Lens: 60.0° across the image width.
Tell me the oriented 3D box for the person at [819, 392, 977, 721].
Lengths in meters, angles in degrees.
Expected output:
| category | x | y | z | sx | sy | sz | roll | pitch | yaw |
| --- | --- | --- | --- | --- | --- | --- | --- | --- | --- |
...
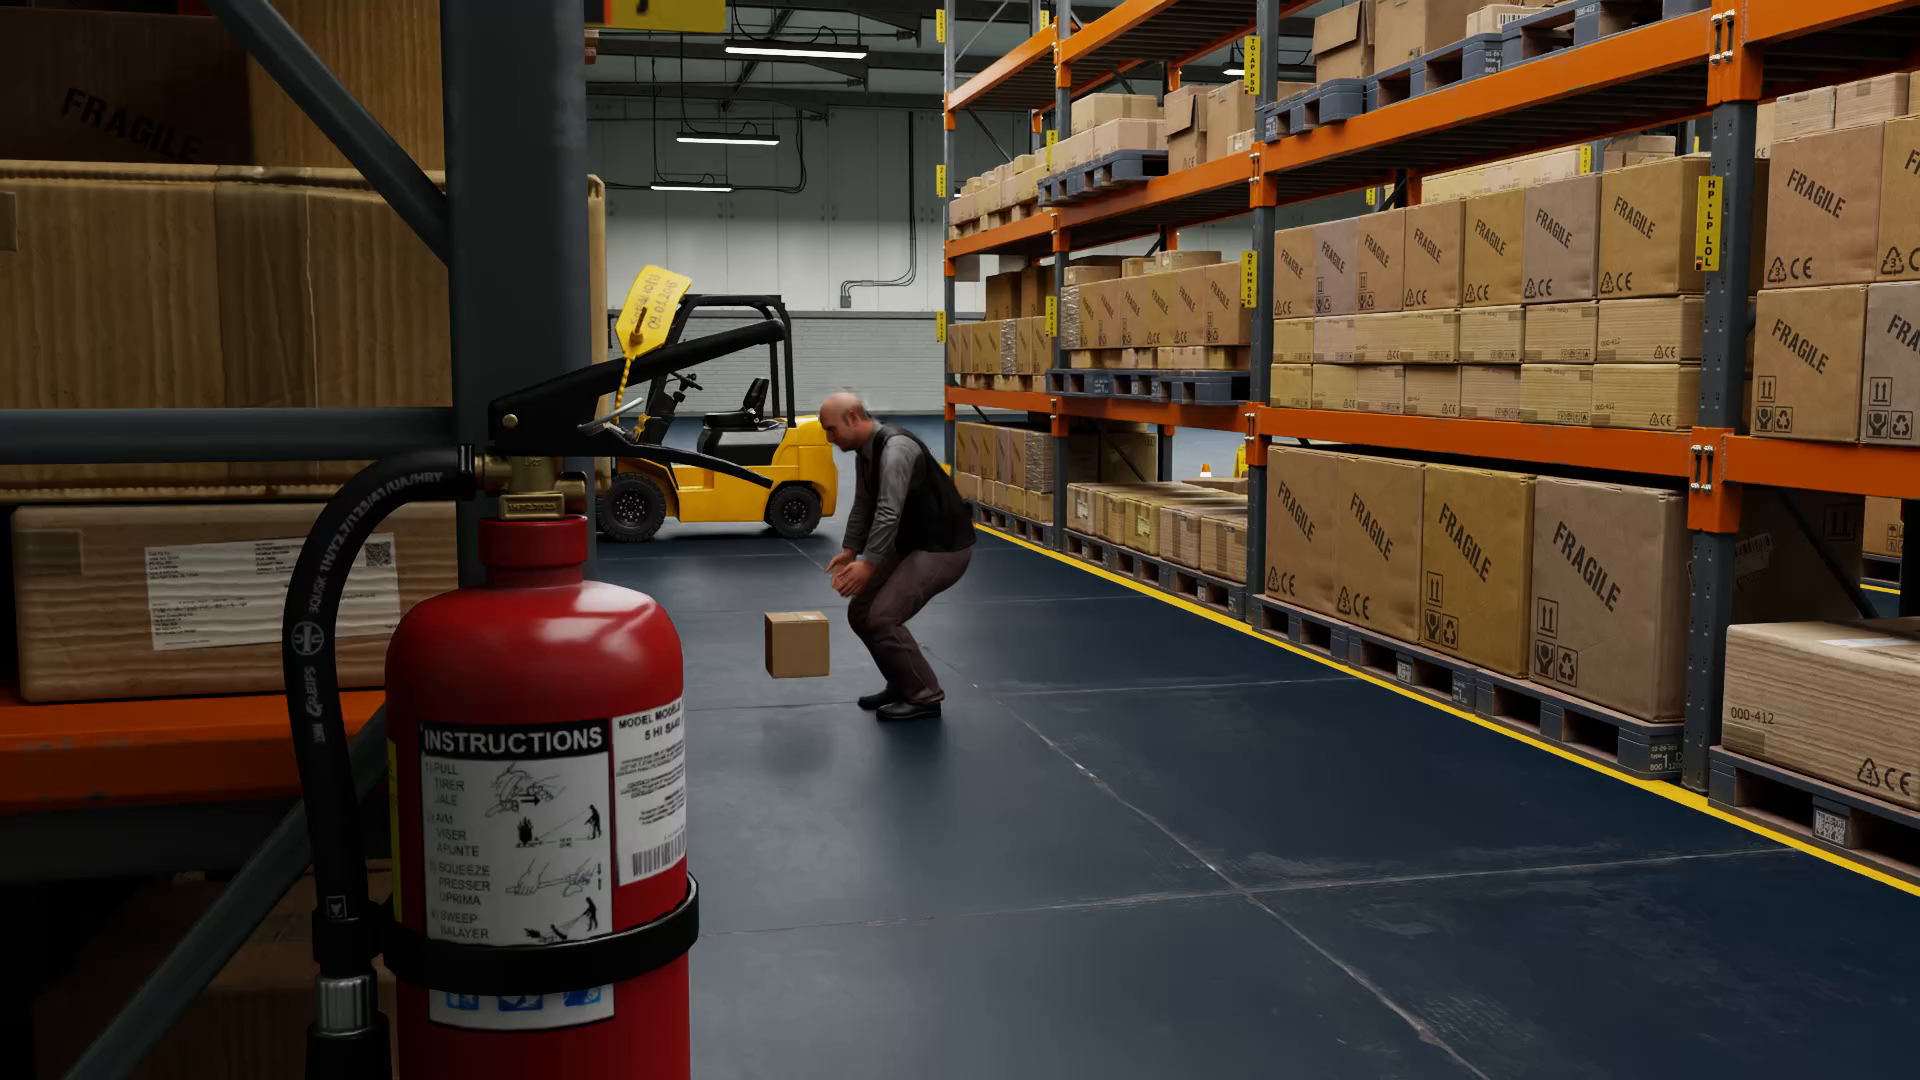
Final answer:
| category | x | y | z | sx | sy | sz | roll | pitch | yaw |
| --- | --- | --- | --- | --- | --- | --- | --- | --- | --- |
| person | -0.274 | 0.065 | 7.339 | 0.689 | 1.434 | 0.591 | -1 | 6 | -13 |
